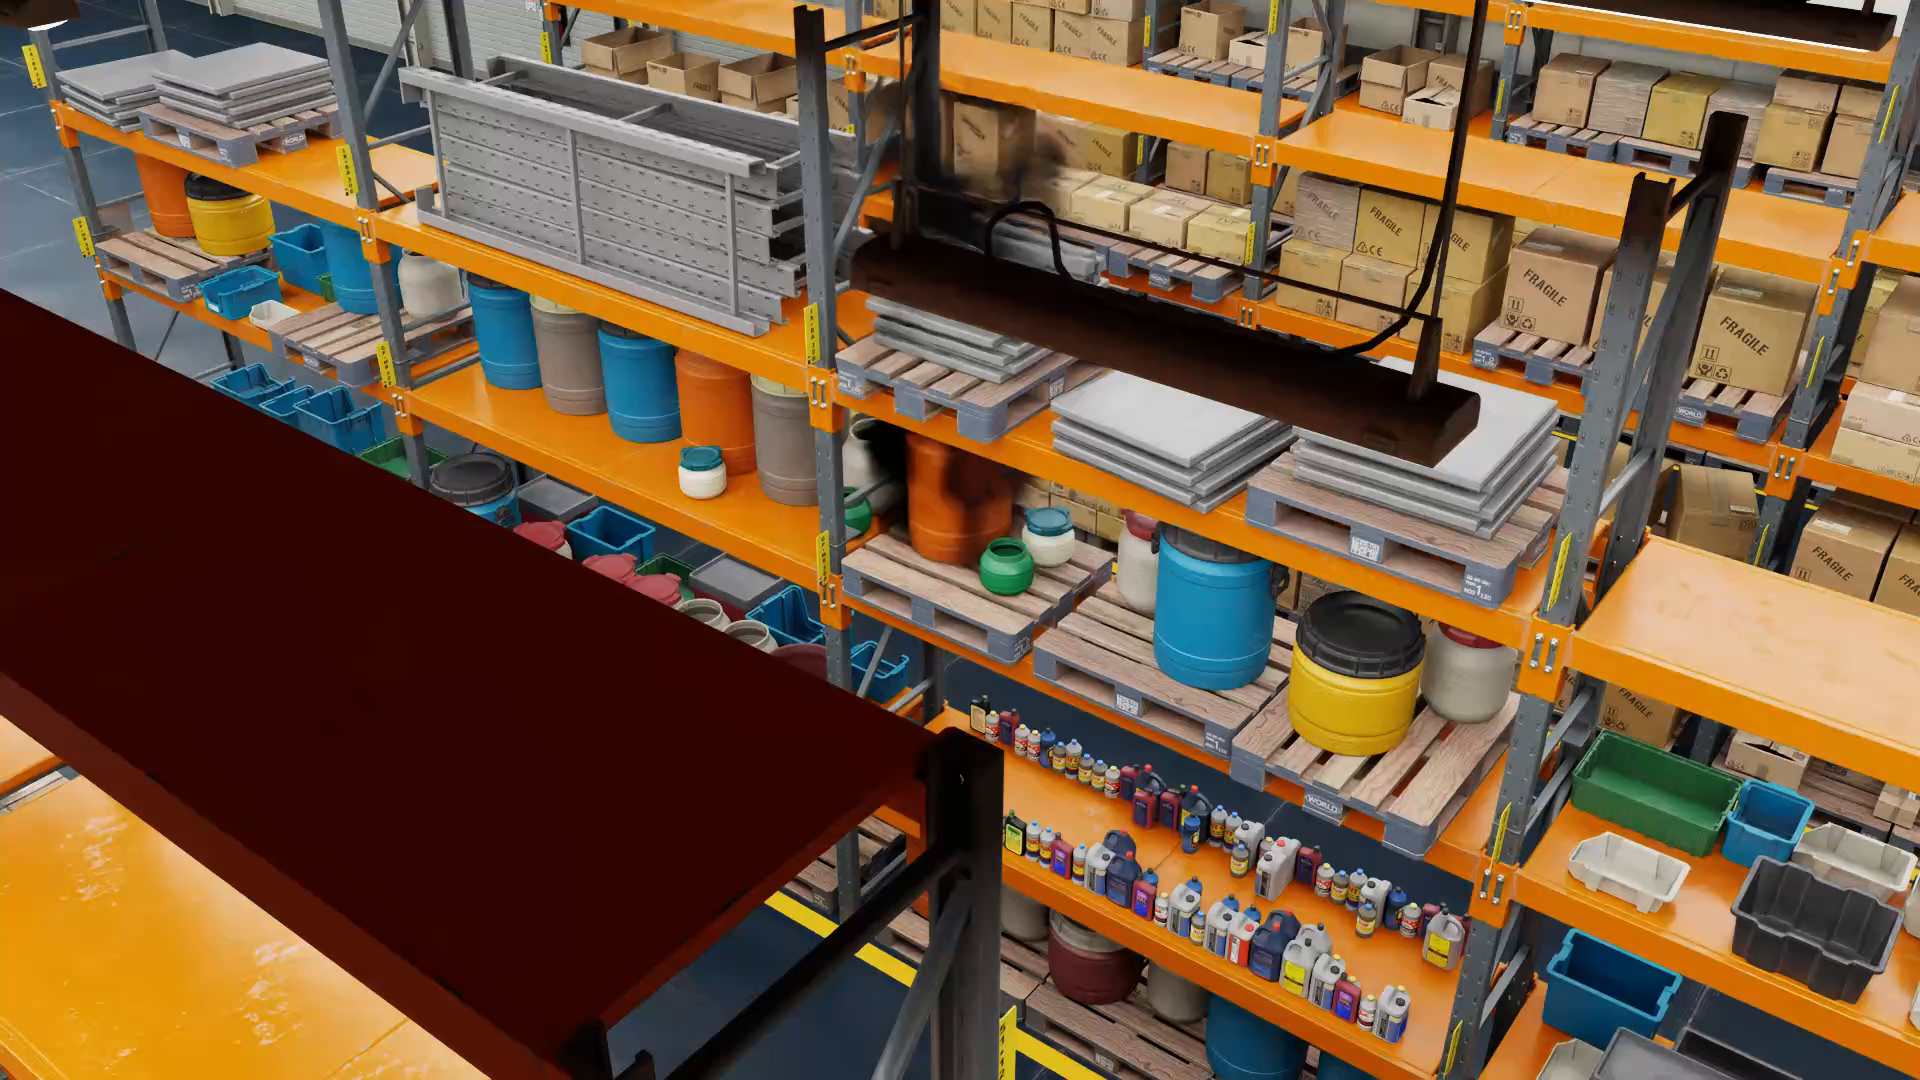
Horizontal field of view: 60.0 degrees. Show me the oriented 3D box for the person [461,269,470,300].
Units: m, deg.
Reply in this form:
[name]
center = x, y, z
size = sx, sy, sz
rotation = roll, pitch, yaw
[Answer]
[person]
center = -5.494, -3.360, 19.083
size = 0.907, 1.787, 0.723
rotation = -10, 33, -16
